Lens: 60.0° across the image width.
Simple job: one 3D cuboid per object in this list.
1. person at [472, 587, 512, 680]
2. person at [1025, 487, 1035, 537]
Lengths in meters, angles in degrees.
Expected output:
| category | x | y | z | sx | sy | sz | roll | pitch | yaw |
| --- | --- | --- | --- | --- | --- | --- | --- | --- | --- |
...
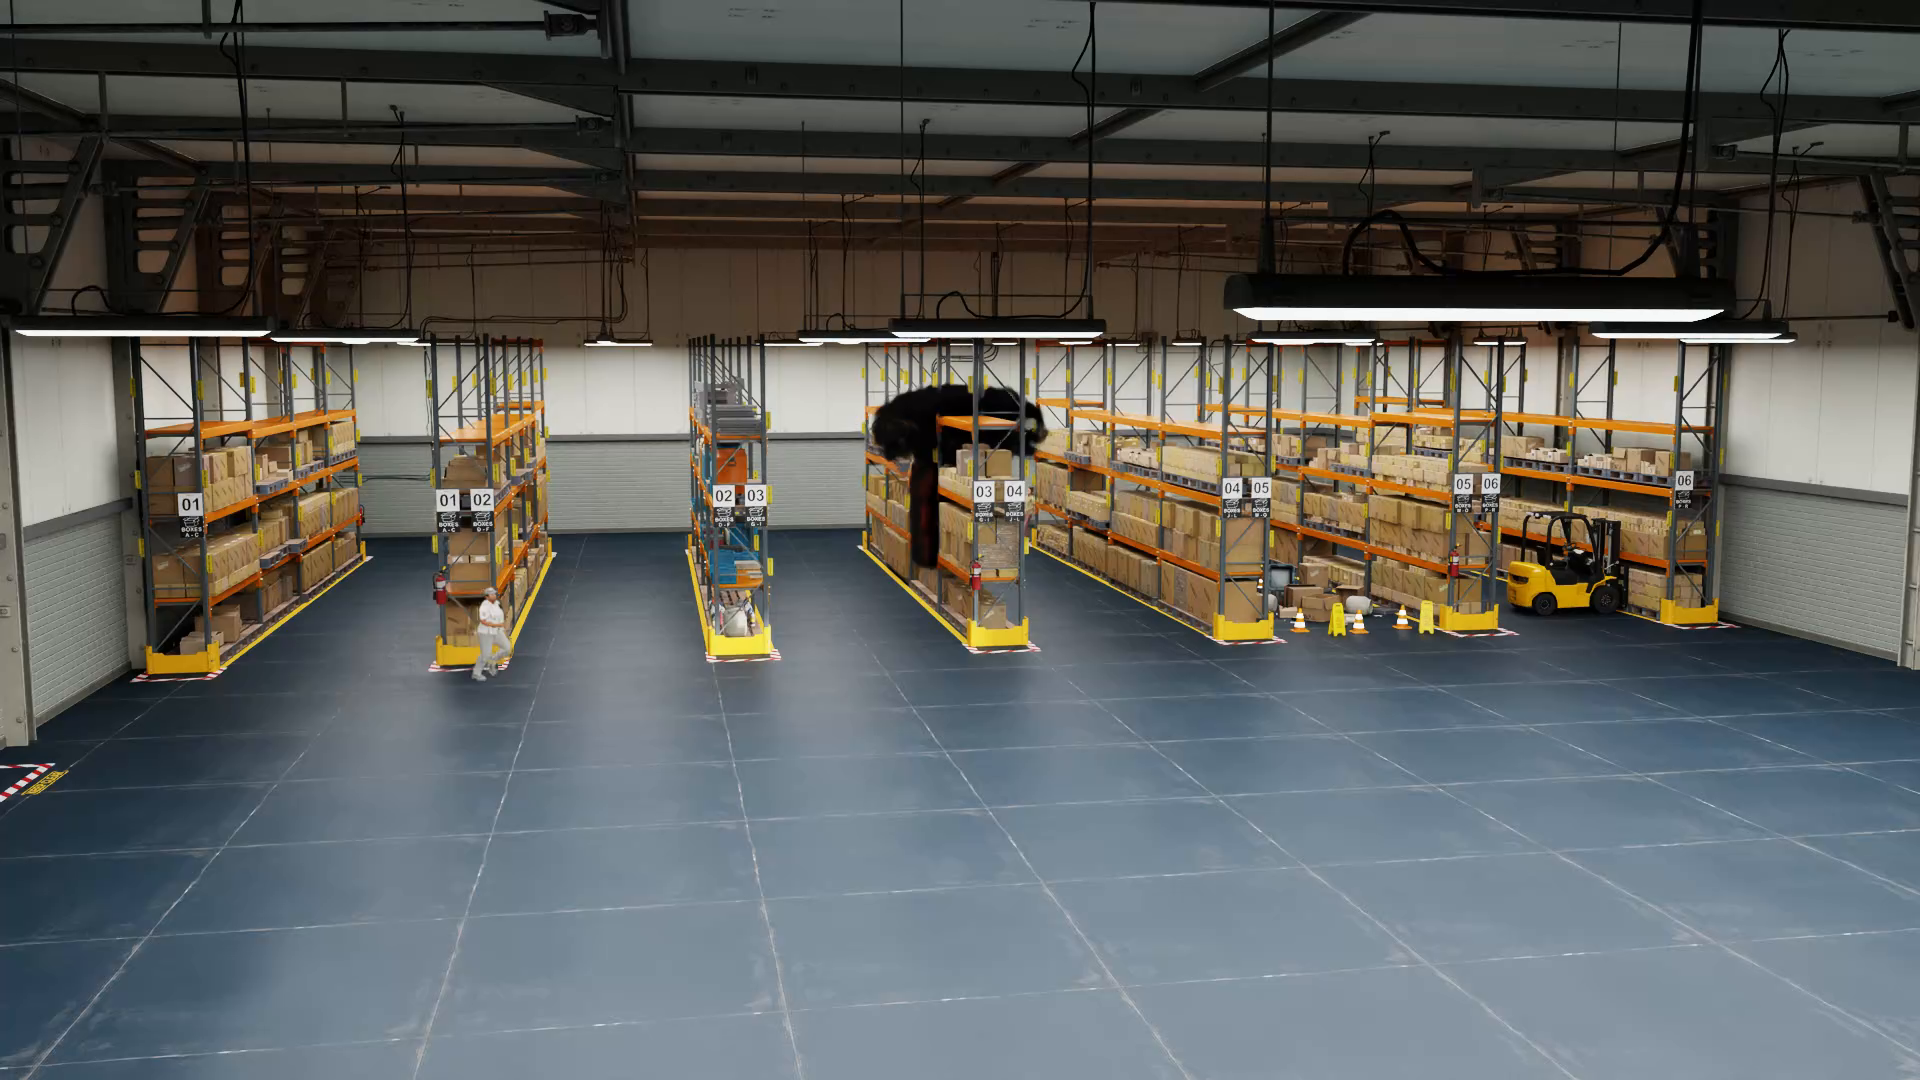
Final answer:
| category | x | y | z | sx | sy | sz | roll | pitch | yaw |
| --- | --- | --- | --- | --- | --- | --- | --- | --- | --- |
| person | -8.097 | 1.611 | 28.806 | 0.760 | 1.619 | 0.622 | 3 | 7 | 25 |
| person | 2.002 | -0.785 | 49.797 | 0.621 | 1.609 | 0.515 | 6 | 9 | 42 |
